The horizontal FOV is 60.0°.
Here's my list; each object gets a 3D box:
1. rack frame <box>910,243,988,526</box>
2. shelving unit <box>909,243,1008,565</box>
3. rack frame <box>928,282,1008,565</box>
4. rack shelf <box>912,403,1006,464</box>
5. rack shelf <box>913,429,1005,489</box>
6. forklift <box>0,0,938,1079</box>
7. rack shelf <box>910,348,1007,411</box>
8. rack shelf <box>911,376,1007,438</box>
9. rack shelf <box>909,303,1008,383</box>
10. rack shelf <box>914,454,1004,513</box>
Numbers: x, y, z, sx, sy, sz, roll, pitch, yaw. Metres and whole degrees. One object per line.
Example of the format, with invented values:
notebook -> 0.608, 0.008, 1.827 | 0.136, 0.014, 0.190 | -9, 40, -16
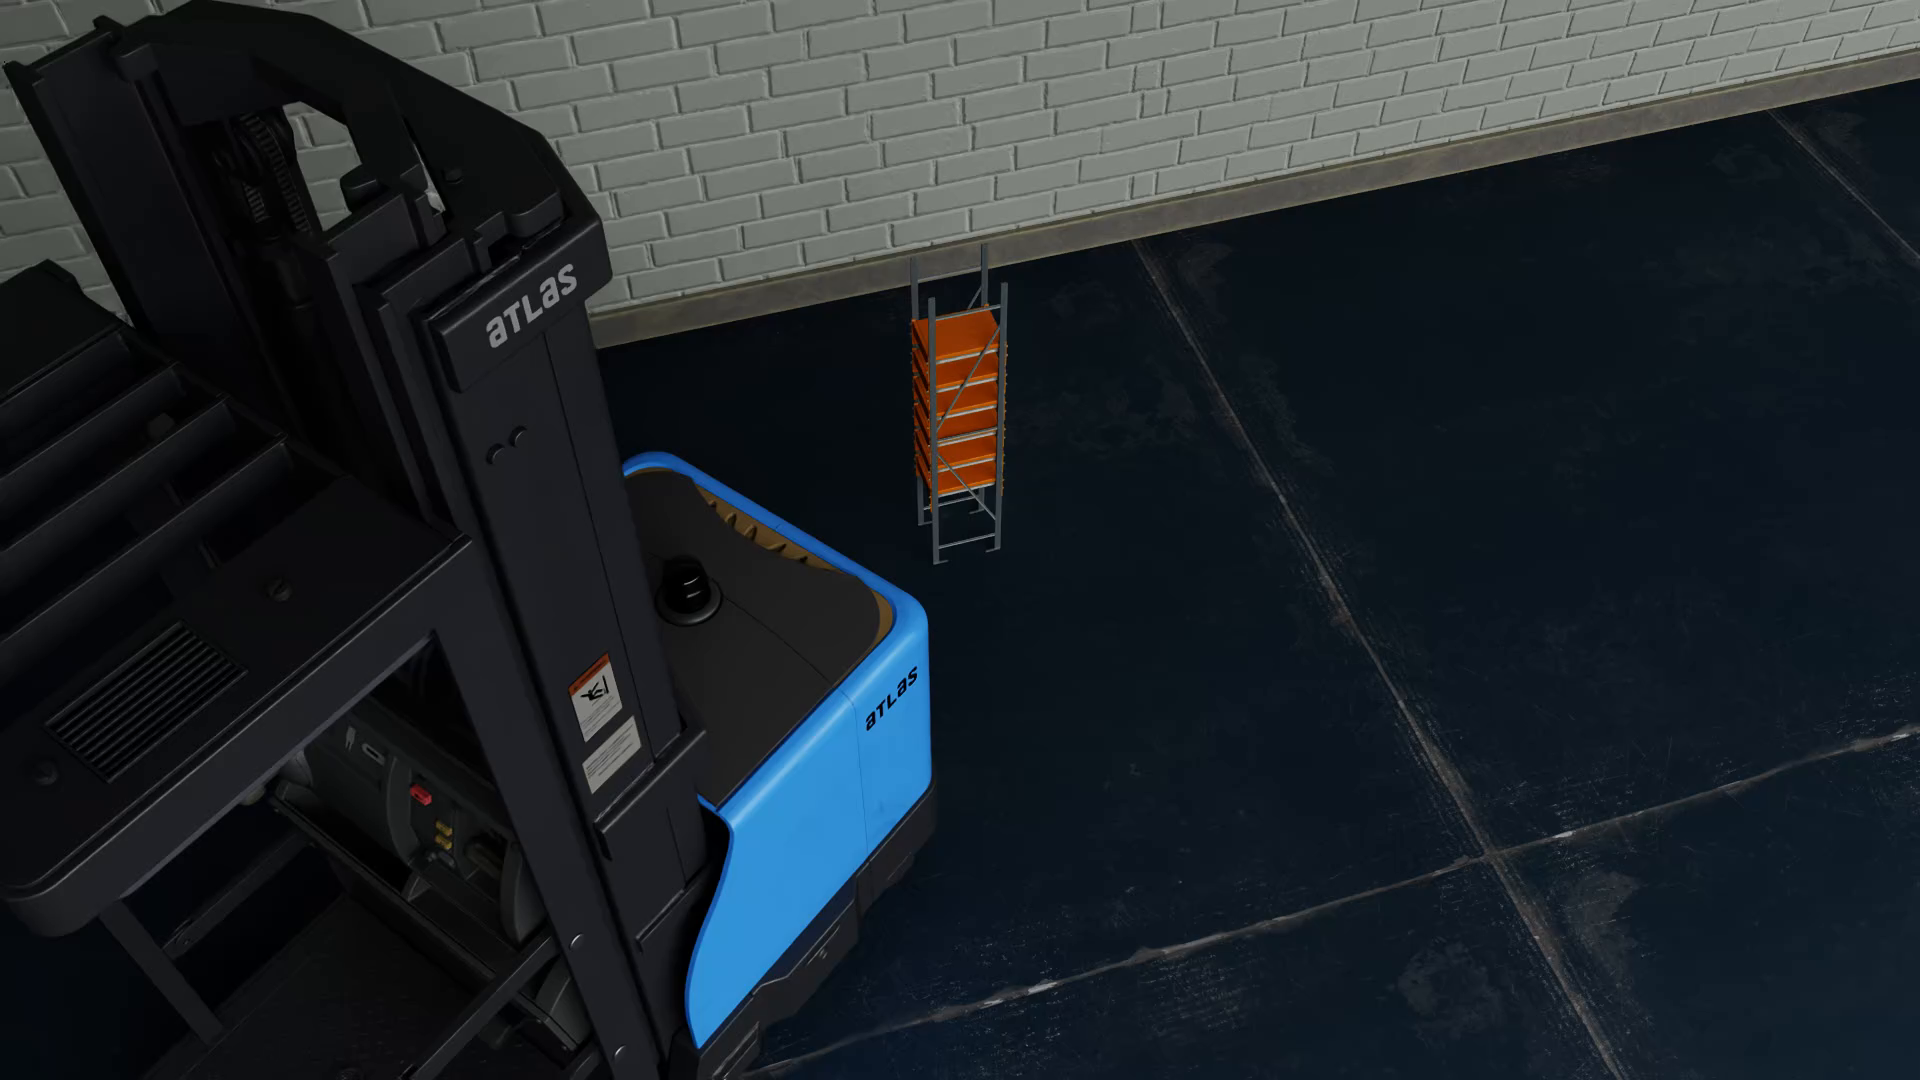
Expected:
rack frame -> -0.031, -0.464, 5.357 | 0.240, 1.200, 0.006 | -13, 51, -11
shelving unit -> -0.004, -0.397, 5.300 | 0.258, 1.200, 0.189 | -13, 51, -11
rack frame -> 0.023, -0.330, 5.244 | 0.240, 1.200, 0.006 | -13, 51, -11
rack shelf -> -0.004, -0.369, 5.334 | 0.258, 0.103, 0.180 | -13, 51, -11
rack shelf -> -0.004, -0.291, 5.426 | 0.258, 0.103, 0.180 | -13, 51, -11
forklift -> -1.348, 0.602, 3.325 | 1.130, 2.935, 3.031 | 30, 56, 23
rack shelf -> -0.004, -0.523, 5.151 | 0.258, 0.103, 0.180 | -13, 51, -11
rack shelf -> -0.004, -0.446, 5.242 | 0.258, 0.103, 0.180 | -13, 51, -11
rack shelf -> -0.004, -0.601, 5.059 | 0.258, 0.103, 0.180 | -13, 51, -11
rack shelf -> -0.004, -0.214, 5.518 | 0.258, 0.103, 0.180 | -13, 51, -11
